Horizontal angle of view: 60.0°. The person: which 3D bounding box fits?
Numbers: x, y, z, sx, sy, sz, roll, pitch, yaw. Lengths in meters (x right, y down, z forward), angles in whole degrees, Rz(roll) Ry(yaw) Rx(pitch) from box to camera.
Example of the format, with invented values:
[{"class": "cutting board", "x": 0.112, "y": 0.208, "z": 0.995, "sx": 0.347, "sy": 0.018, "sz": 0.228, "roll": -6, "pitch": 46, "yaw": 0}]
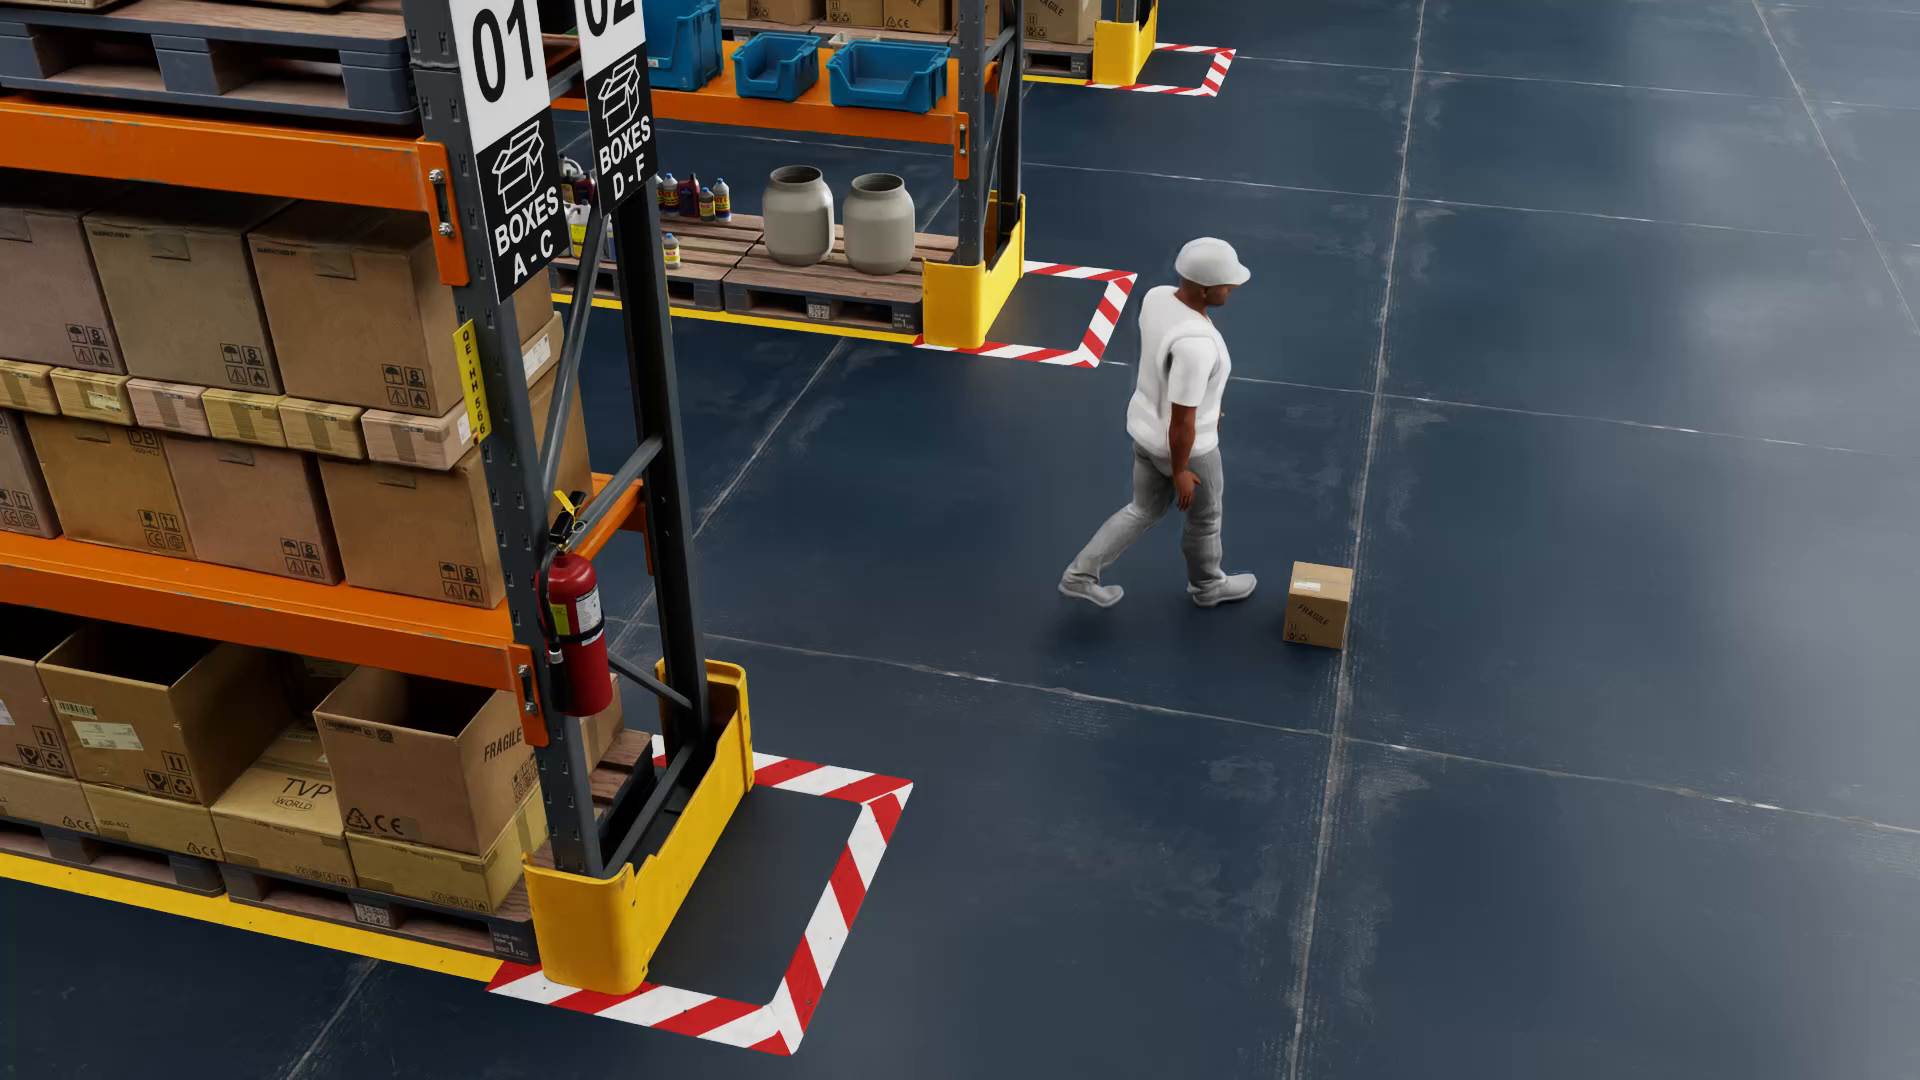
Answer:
[{"class": "person", "x": 0.873, "y": -0.429, "z": 6.801, "sx": 0.928, "sy": 1.741, "sz": 0.574, "roll": -12, "pitch": 35, "yaw": -19}]
